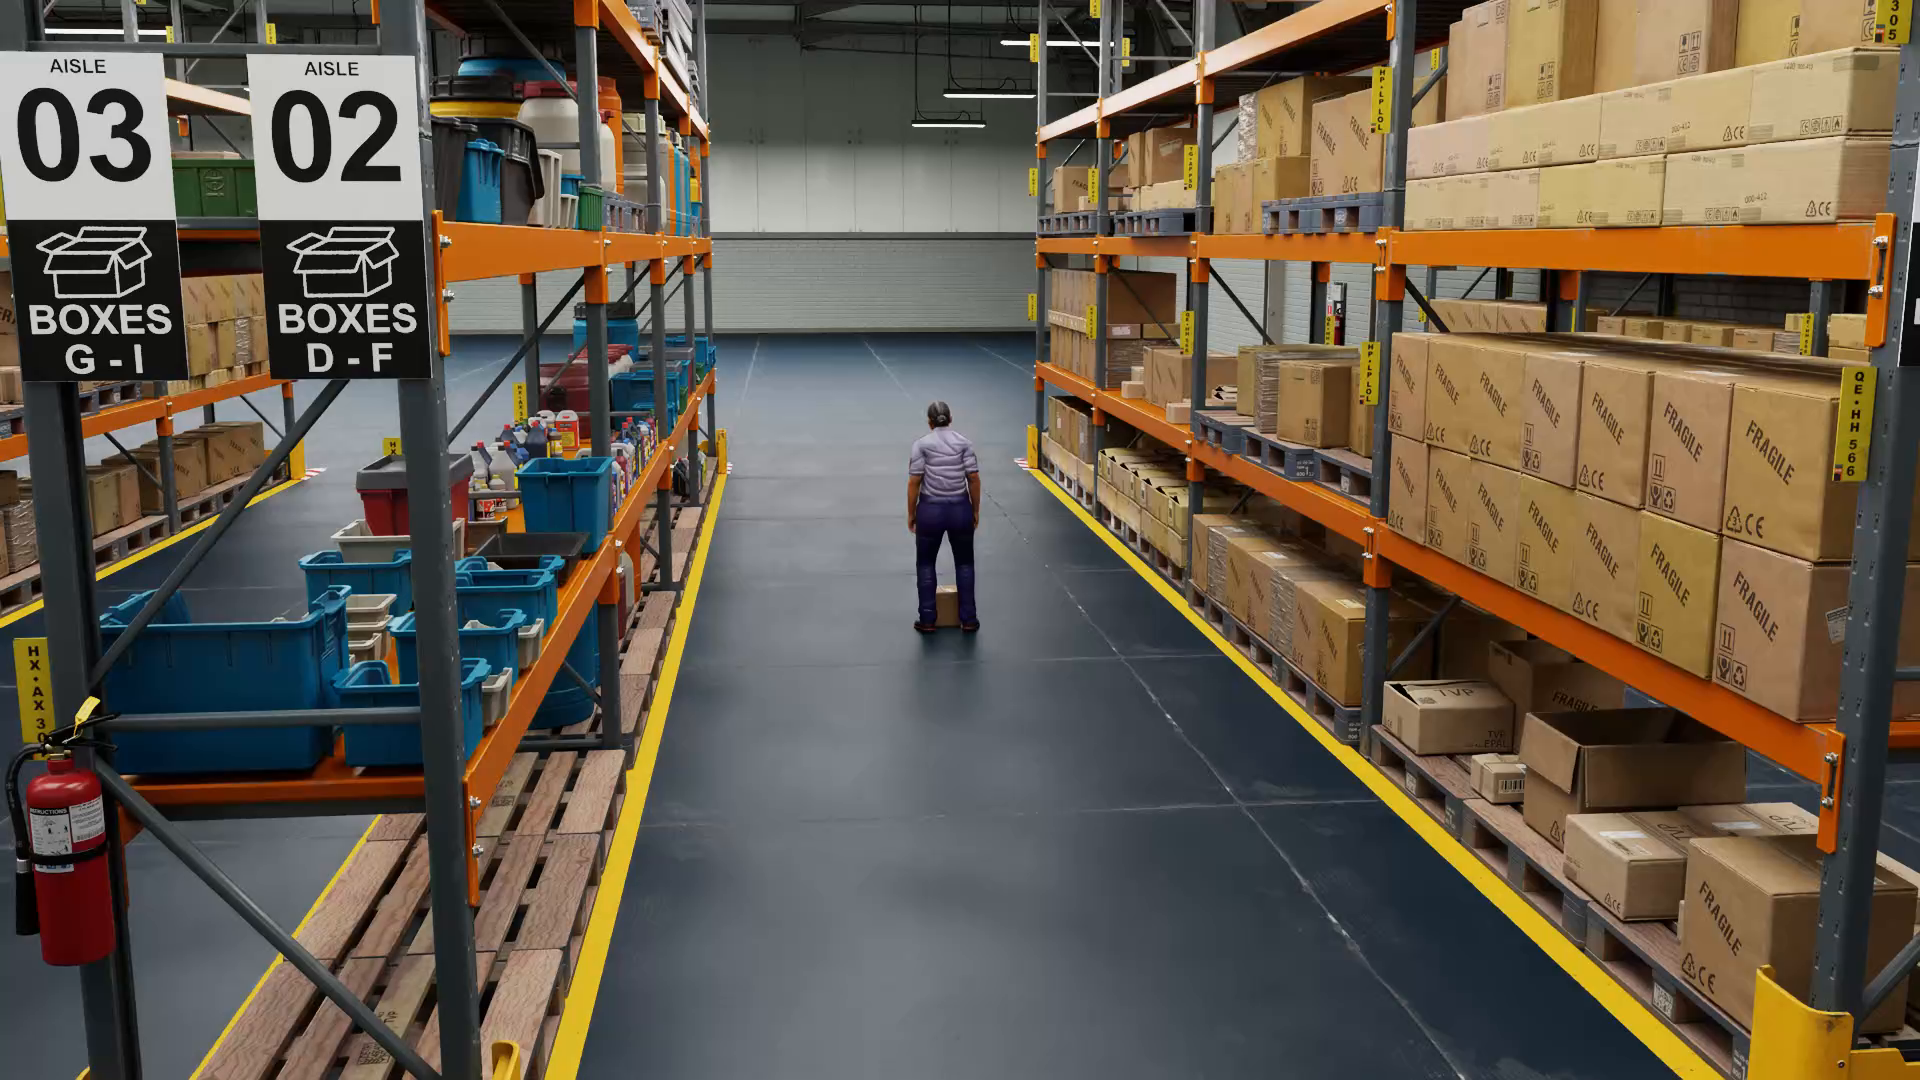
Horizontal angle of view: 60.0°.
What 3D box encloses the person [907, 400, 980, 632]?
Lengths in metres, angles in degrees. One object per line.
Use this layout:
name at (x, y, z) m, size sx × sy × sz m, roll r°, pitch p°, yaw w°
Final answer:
person at (-0.109, -0.164, 11.854) m, size 0.545 × 1.650 × 0.375 m, roll -2°, pitch 10°, yaw -9°
